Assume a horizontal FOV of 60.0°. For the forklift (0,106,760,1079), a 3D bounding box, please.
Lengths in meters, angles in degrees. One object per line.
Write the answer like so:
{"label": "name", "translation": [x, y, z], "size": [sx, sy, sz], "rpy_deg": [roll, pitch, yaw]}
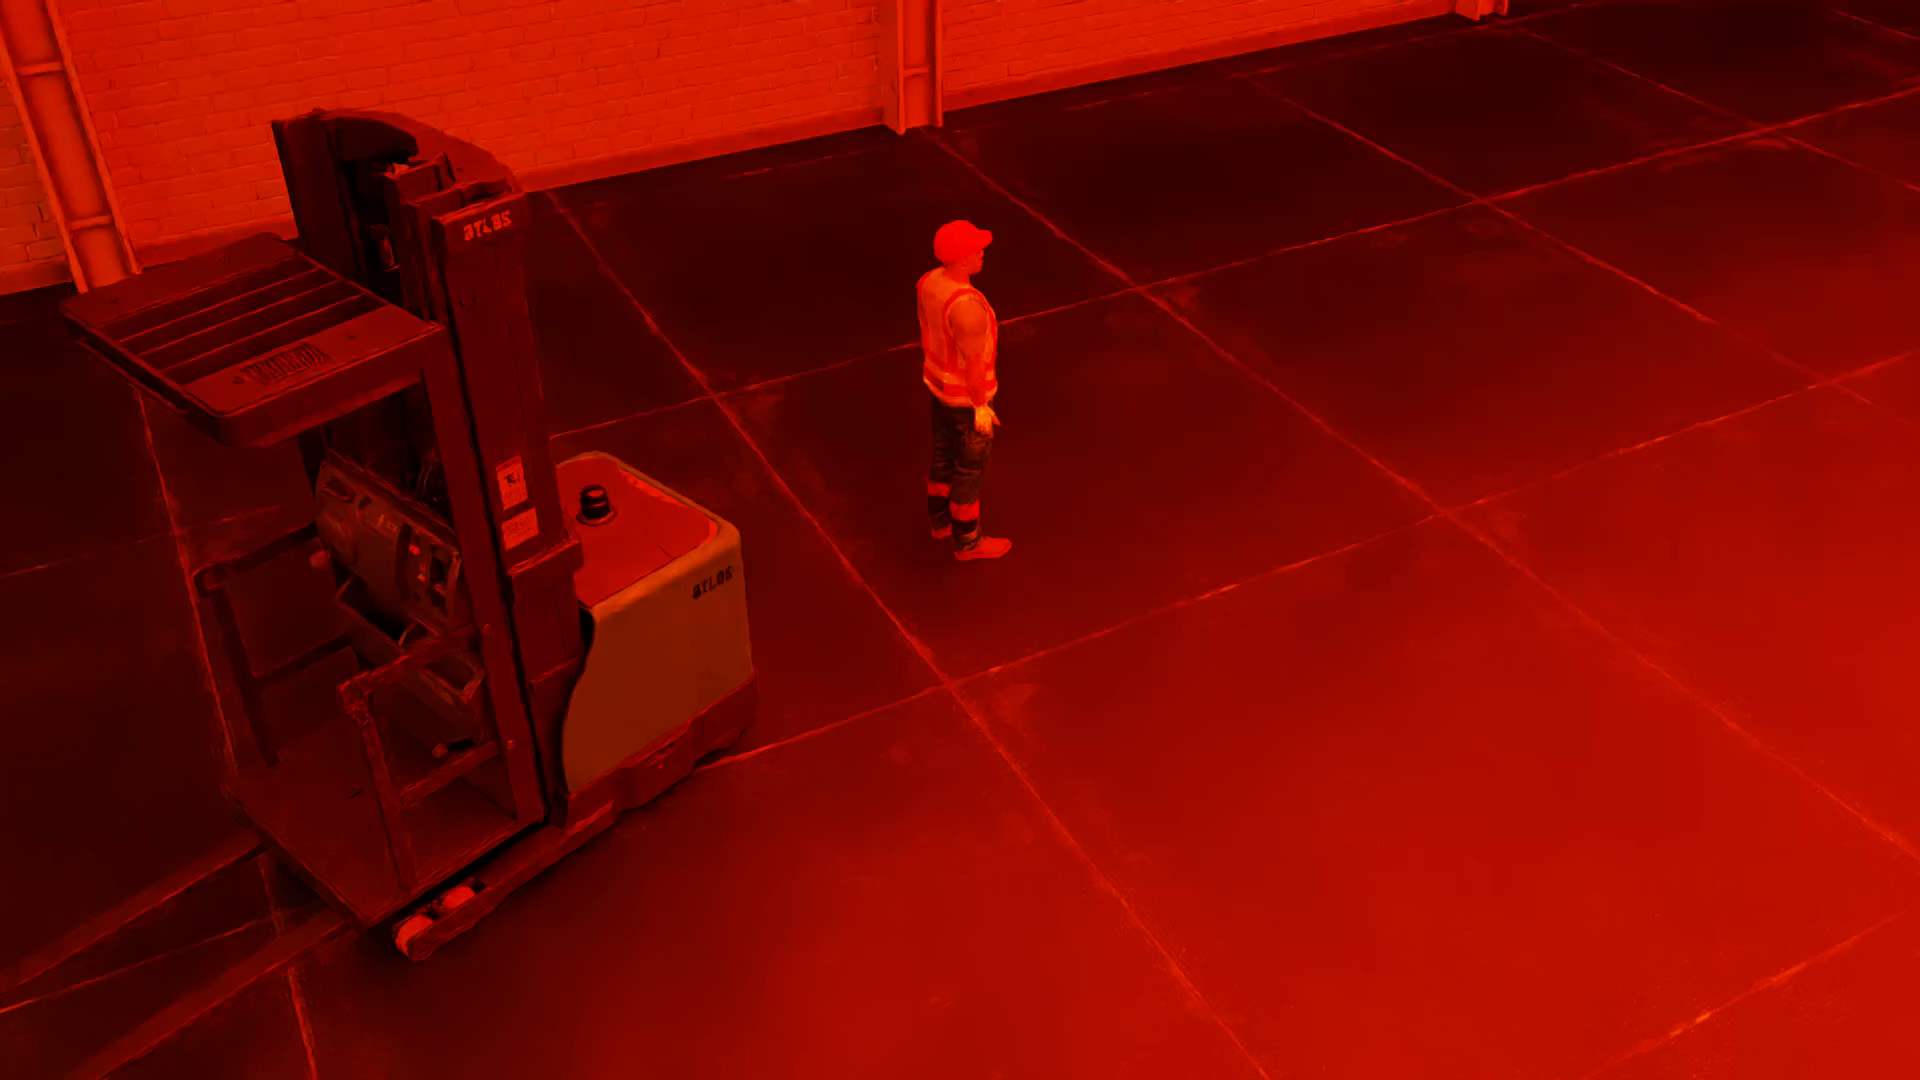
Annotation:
{"label": "forklift", "translation": [-2.253, 0.079, 6.012], "size": [1.130, 2.935, 3.031], "rpy_deg": [27, 44, 33]}

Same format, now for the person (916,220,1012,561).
{"label": "person", "translation": [0.018, -0.738, 8.154], "size": [0.349, 1.795, 0.540], "rpy_deg": [-17, 39, -23]}
